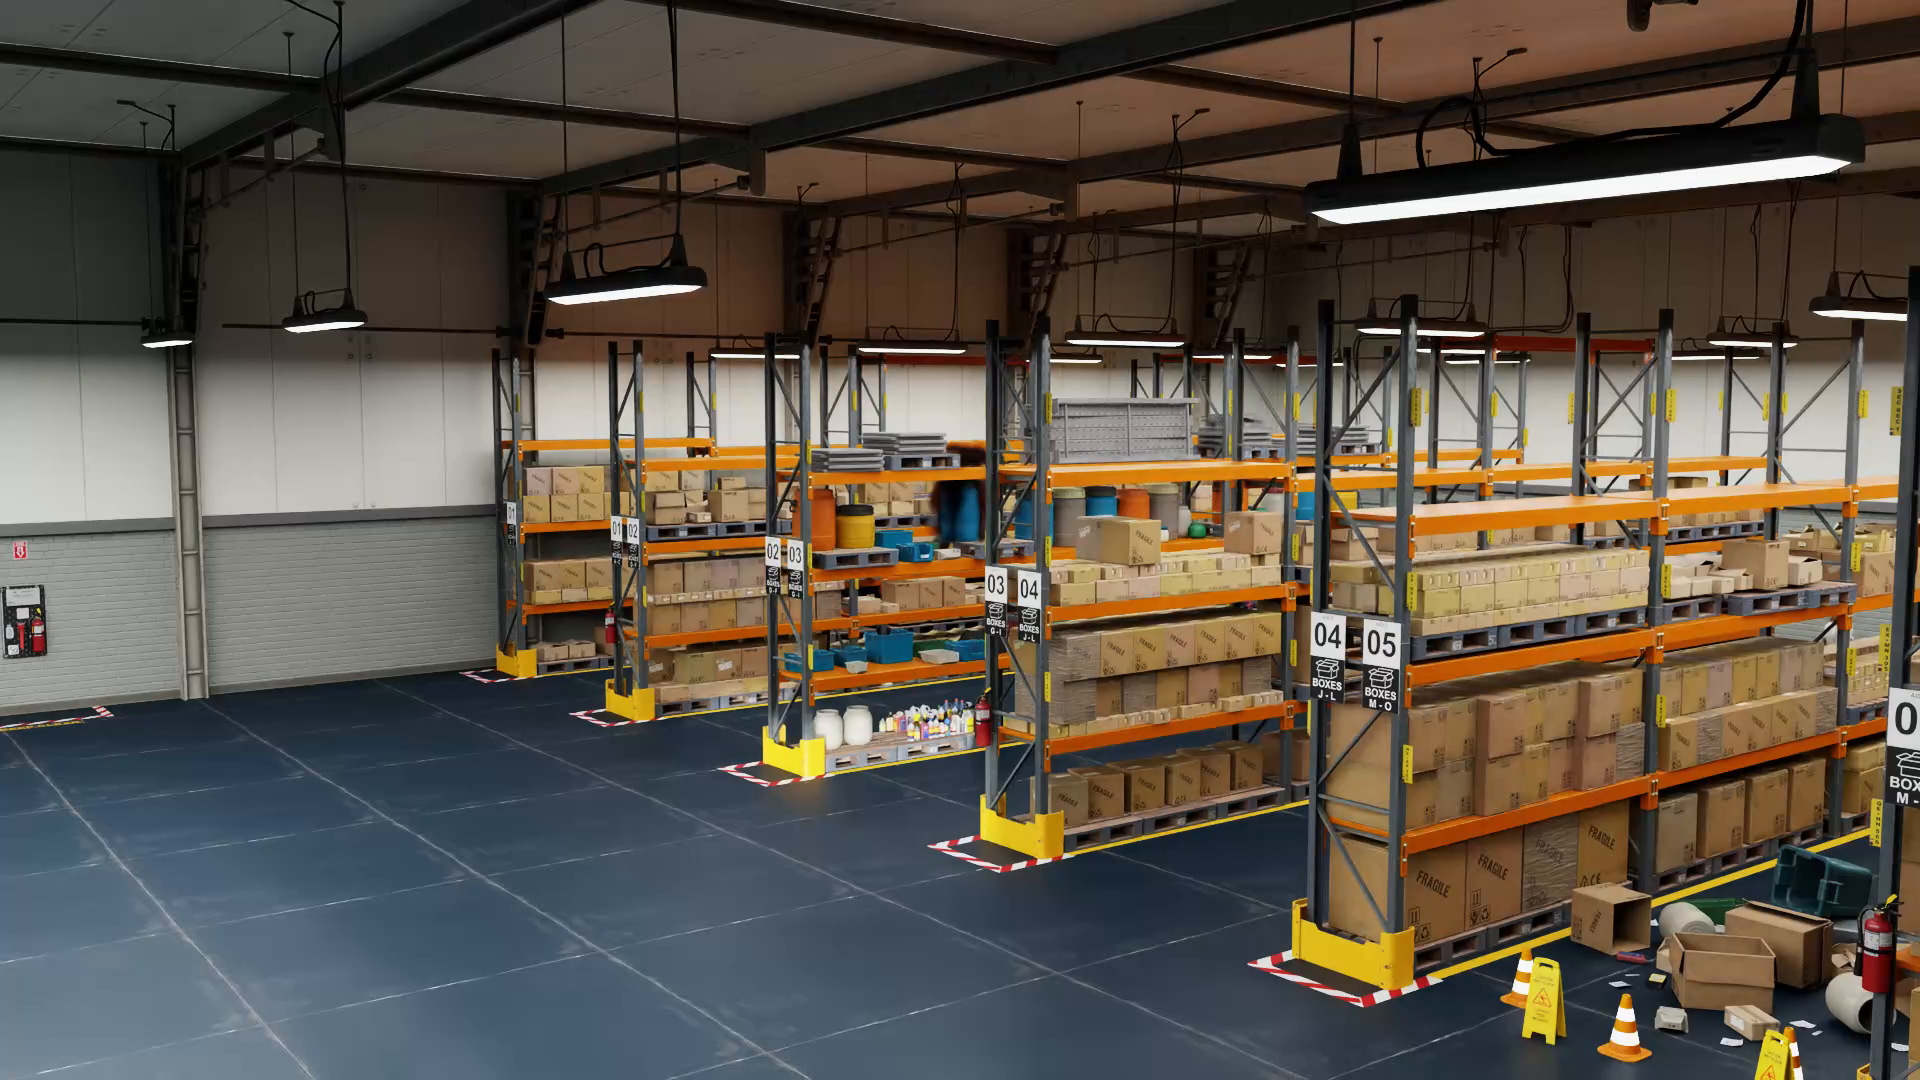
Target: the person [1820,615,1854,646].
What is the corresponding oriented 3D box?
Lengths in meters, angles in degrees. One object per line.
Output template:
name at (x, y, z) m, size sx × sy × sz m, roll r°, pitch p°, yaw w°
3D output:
person at (14.441, 1.933, 27.439) m, size 0.577 × 1.689 × 0.832 m, roll 4°, pitch 6°, yaw 35°
